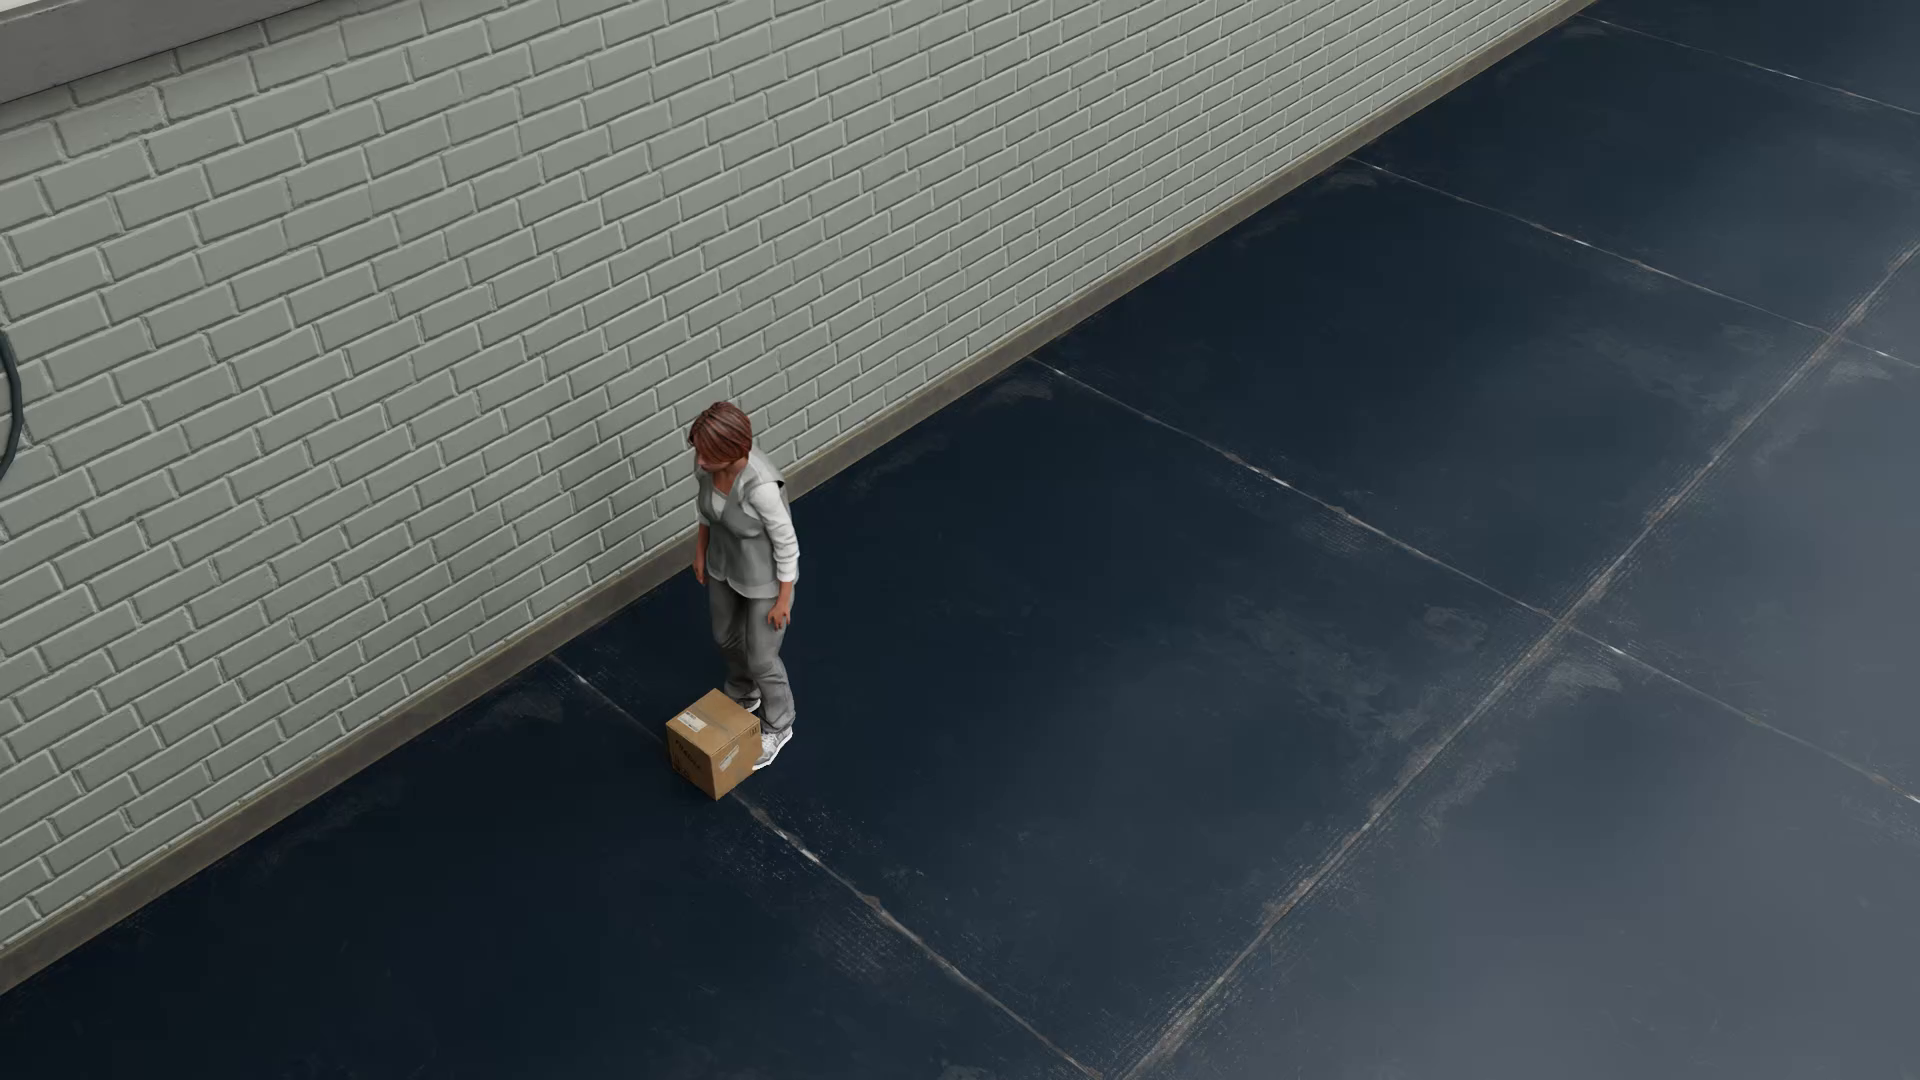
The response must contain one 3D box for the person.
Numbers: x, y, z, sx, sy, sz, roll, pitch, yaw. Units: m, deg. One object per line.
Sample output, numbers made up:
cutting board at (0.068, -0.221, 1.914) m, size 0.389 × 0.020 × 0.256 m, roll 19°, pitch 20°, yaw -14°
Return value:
person at (-0.774, 0.145, 5.990) m, size 0.477 × 1.592 × 0.367 m, roll 29°, pitch 48°, yaw 30°
